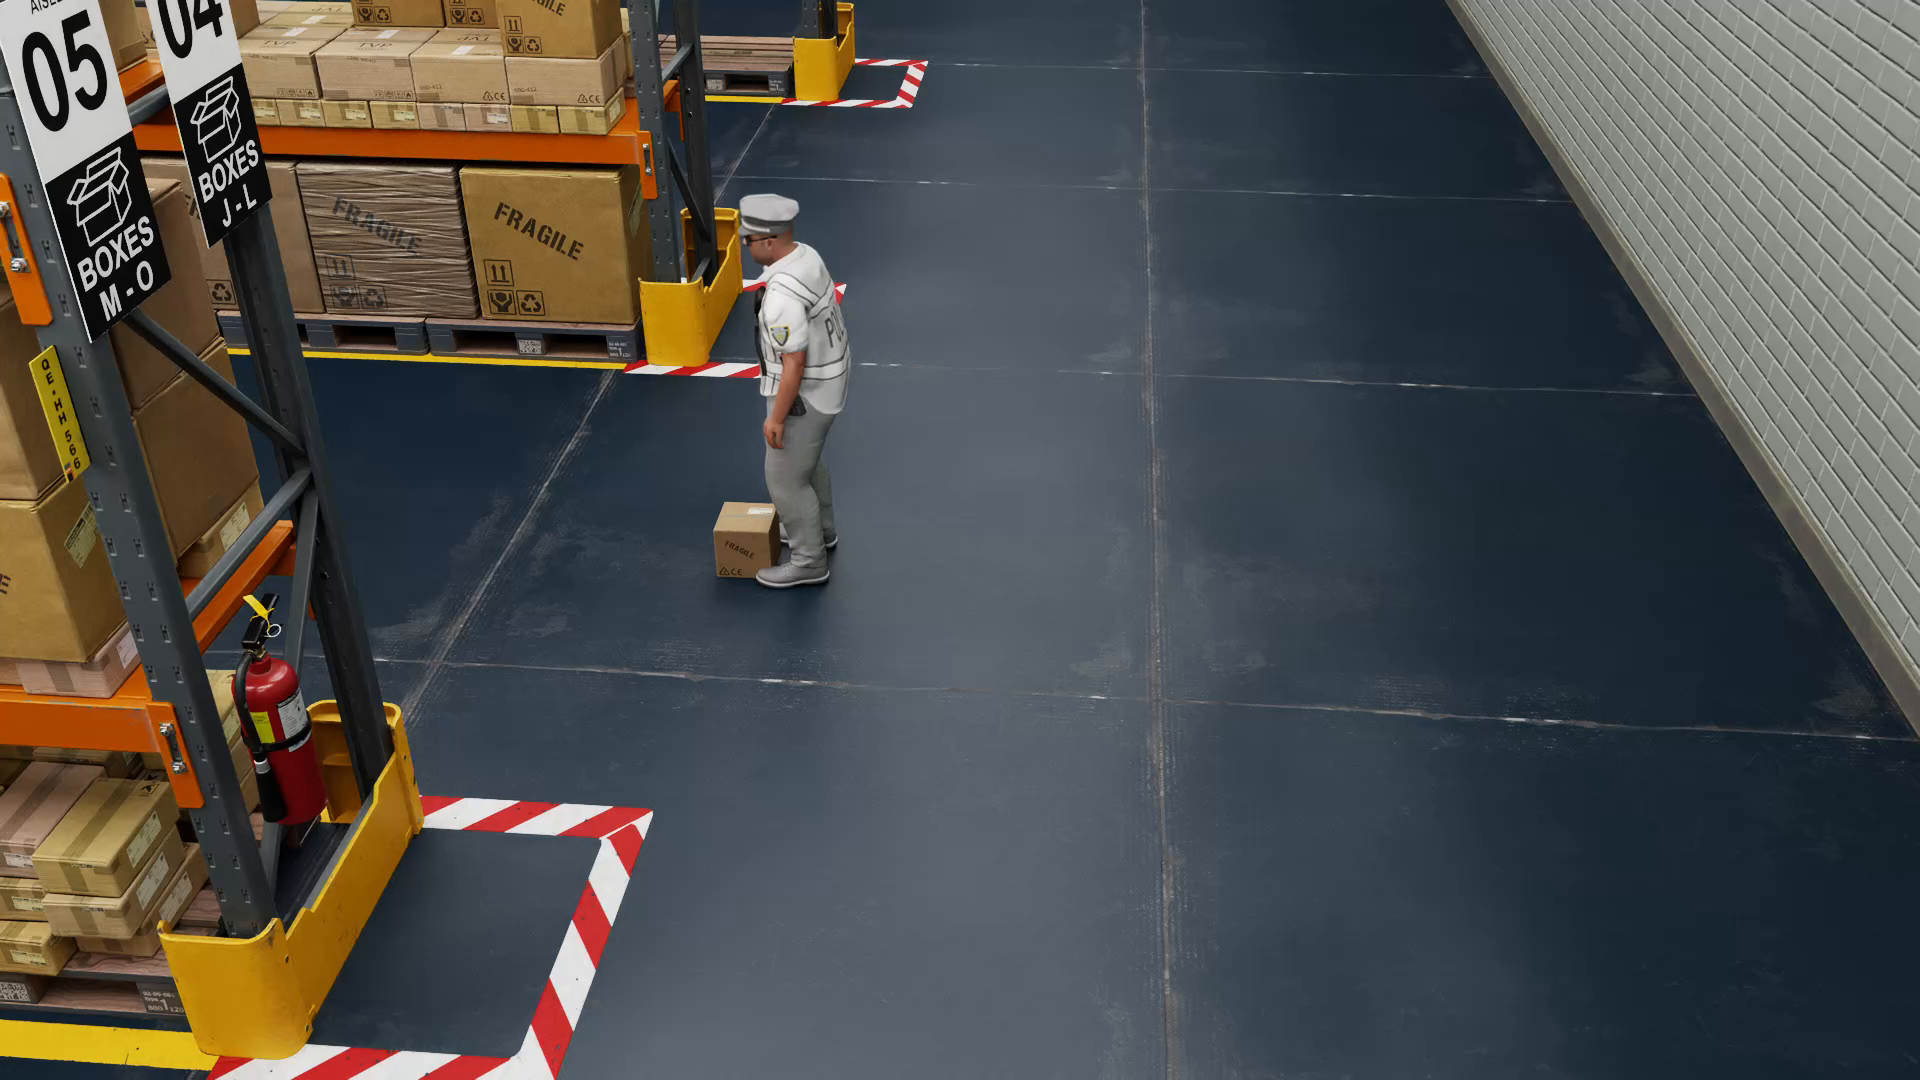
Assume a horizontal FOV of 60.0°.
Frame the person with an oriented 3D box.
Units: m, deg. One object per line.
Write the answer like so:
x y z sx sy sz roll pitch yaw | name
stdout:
-0.691 -0.630 7.147 0.436 1.747 0.586 3 32 4 | person
